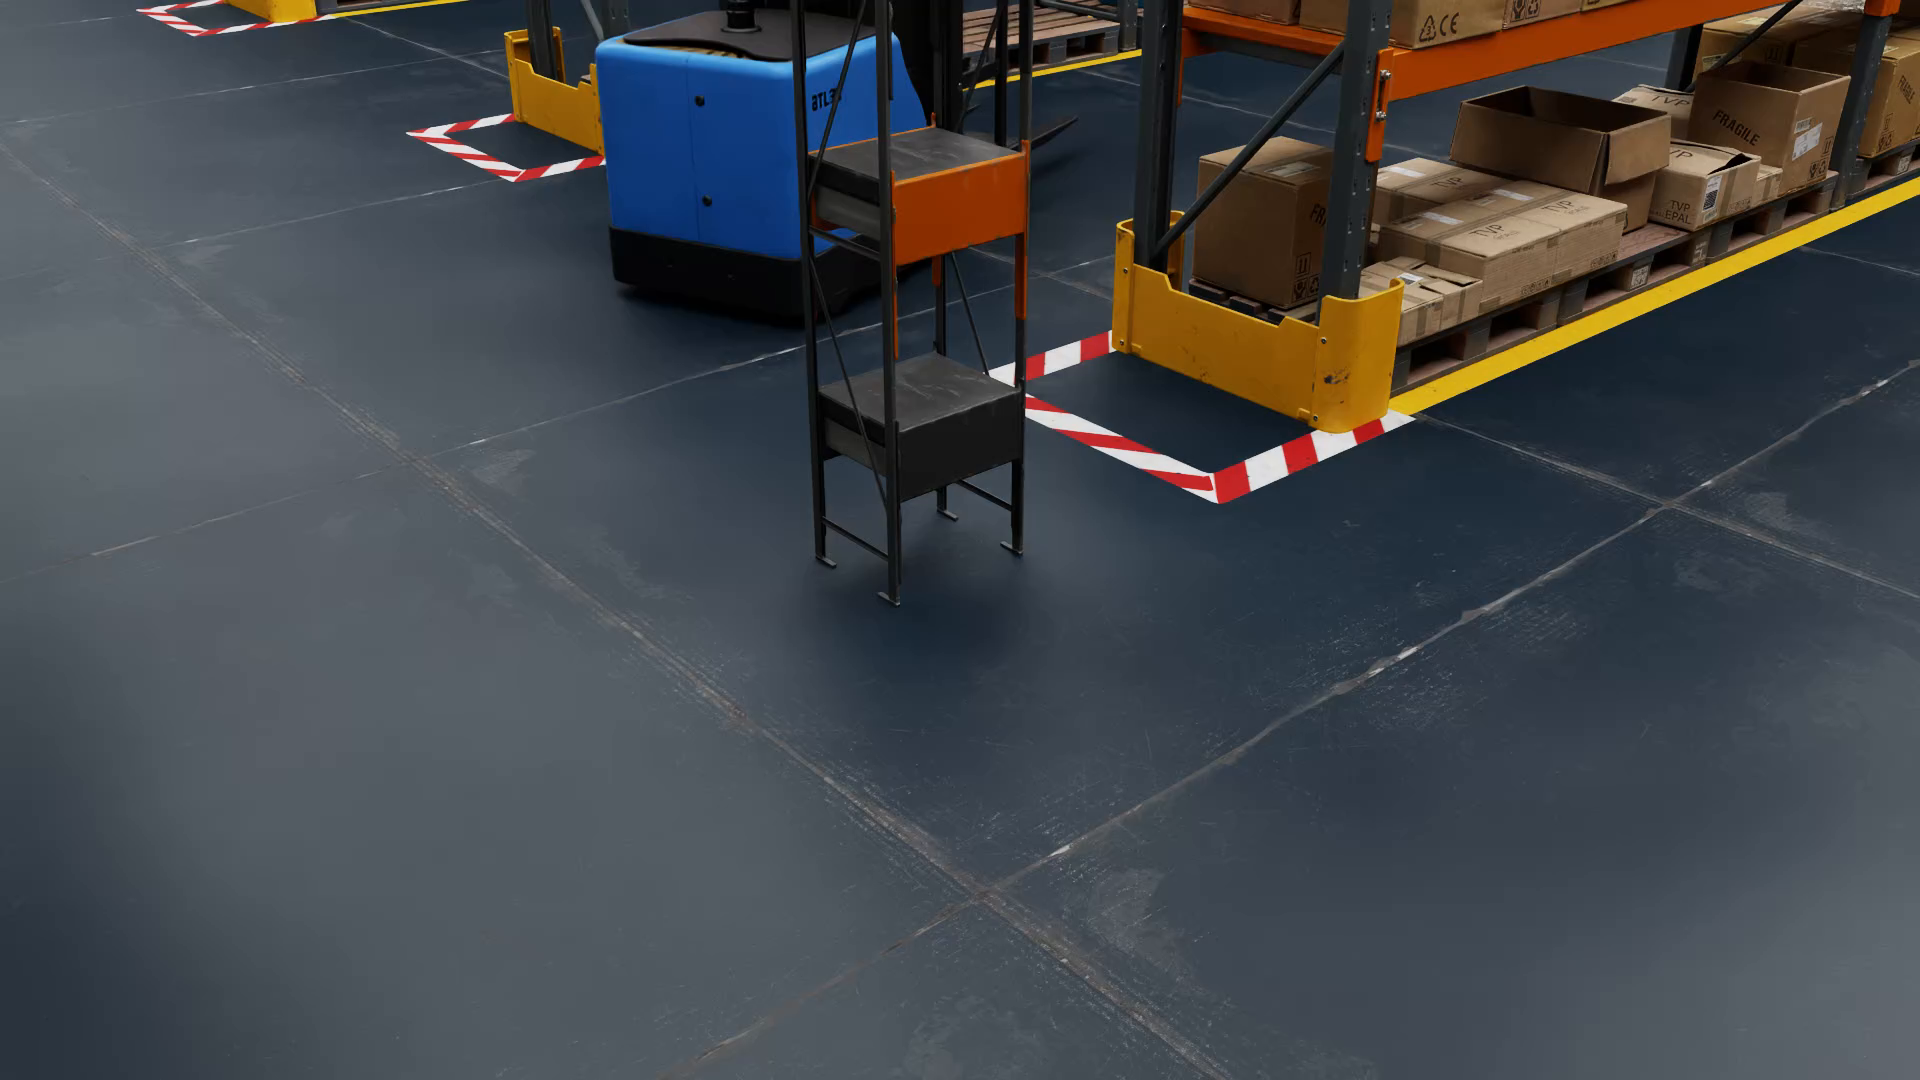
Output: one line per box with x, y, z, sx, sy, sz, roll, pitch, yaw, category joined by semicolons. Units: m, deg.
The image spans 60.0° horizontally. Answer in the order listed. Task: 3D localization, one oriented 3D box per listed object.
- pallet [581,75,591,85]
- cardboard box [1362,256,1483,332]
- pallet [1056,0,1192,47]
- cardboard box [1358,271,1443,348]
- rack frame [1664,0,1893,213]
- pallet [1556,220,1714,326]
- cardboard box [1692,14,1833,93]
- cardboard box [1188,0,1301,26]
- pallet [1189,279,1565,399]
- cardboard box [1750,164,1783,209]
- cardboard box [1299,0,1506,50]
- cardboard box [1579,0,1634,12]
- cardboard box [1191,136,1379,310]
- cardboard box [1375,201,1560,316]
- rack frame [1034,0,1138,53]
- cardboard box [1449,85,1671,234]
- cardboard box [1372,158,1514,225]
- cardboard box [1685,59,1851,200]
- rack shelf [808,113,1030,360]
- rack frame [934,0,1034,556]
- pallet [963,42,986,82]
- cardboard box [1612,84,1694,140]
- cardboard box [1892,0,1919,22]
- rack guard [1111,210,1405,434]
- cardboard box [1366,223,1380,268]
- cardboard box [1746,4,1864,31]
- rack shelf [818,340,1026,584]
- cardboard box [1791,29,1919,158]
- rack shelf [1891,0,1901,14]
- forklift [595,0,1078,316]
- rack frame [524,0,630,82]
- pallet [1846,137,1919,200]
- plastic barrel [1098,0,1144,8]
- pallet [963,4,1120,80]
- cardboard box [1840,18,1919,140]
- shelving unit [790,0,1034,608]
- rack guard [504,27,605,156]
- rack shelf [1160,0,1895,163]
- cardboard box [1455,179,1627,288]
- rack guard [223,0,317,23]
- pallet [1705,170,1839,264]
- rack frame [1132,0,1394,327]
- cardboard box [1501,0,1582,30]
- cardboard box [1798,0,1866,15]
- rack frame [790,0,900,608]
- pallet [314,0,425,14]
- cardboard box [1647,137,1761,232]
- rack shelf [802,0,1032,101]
-1.523;-2.716;10.108;1.213;0.211;1.003;-22;35;-35;pallet
1.769;-0.956;6.395;0.250;0.166;0.380;-22;35;-35;cardboard box
1.482;-3.922;12.365;1.213;0.211;1.003;-22;35;-35;pallet
1.579;-0.872;6.256;0.250;0.149;0.380;-22;35;-35;cardboard box
4.080;-3.154;7.969;0.127;3.000;1.000;-22;35;-35;rack frame
2.628;-1.339;7.532;1.213;0.211;1.003;-22;35;-35;pallet
4.269;-2.499;8.929;0.500;0.500;0.500;-22;35;-35;cardboard box
1.201;-2.209;6.094;0.500;0.500;0.500;-21;34;-33;cardboard box
1.701;-0.968;6.837;1.213;0.211;1.003;-22;35;-35;pallet
3.584;-1.678;7.766;0.250;0.149;0.380;-22;35;-35;cardboard box
1.546;-2.015;5.733;0.500;0.500;0.500;-21;35;-34;cardboard box
2.318;-2.328;6.317;0.500;0.500;0.500;-22;35;-35;cardboard box
1.291;-1.276;6.641;0.500;0.500;0.500;-22;35;-35;cardboard box
2.015;-1.129;6.631;0.500;0.250;0.500;-22;35;-35;cardboard box
0.868;-4.931;11.294;0.127;3.000;1.000;-22;35;-35;rack frame
2.654;-1.670;7.375;0.637;0.503;0.797;-22;35;-35;cardboard box
2.033;-1.446;7.224;0.500;0.250;0.500;-22;35;-35;cardboard box
3.831;-1.969;7.938;0.500;0.500;0.500;-22;35;-35;cardboard box
-0.126;-0.863;4.667;0.480;0.518;0.431;-22;35;-35;rack shelf
0.060;-0.950;4.800;0.015;2.100;0.400;-22;35;-35;rack frame
-0.595;-3.087;10.803;1.213;0.211;1.003;-22;35;-35;pallet
3.620;-2.111;8.404;0.500;0.311;0.500;-22;35;-35;cardboard box
5.367;-2.943;8.963;0.500;0.250;0.500;-22;35;-35;cardboard box
1.095;-0.851;6.312;0.348;0.500;1.175;-22;35;-35;rack guard
1.657;-1.221;6.891;0.250;0.166;0.380;-22;35;-35;cardboard box
4.651;-2.647;9.206;0.500;0.500;0.500;-22;35;-35;cardboard box
-0.126;-0.246;4.997;0.480;0.518;0.431;-22;35;-35;rack shelf
4.606;-2.306;8.568;0.500;0.500;0.500;-24;36;-37;cardboard box
5.601;-3.448;9.283;4.000;0.370;1.077;-22;35;-35;rack shelf
-0.365;-2.872;7.515;1.130;2.935;3.031;14;31;25;forklift
-2.175;-3.707;9.005;0.127;3.000;1.000;-22;35;-35;rack frame
4.674;-2.186;9.117;1.213;0.211;1.003;-22;35;-35;pallet
1.293;-4.351;11.990;0.708;0.901;0.600;-22;35;-35;plastic barrel
0.334;-3.462;11.505;1.213;0.211;1.003;-22;35;-35;pallet
5.005;-2.473;8.880;0.500;0.500;0.500;-21;35;-34;cardboard box
-0.126;-0.875;4.660;0.503;2.100;0.431;-22;35;-35;shelving unit
-2.185;-2.593;9.571;0.348;0.500;1.175;-22;35;-35;rack guard
2.558;-2.225;6.993;4.000;0.370;1.077;-22;35;-35;rack shelf
2.395;-1.282;6.917;0.500;0.250;0.500;-22;35;-35;cardboard box
-5.408;-4.373;12.903;0.348;0.500;1.175;-22;35;-35;rack guard
3.557;-1.714;8.234;1.213;0.211;1.003;-22;35;-35;pallet
1.037;-1.930;5.679;0.127;3.000;1.000;-22;35;-35;rack frame
1.935;-2.175;6.031;0.500;0.500;0.500;-22;35;-35;cardboard box
5.033;-2.800;9.493;0.500;0.500;0.500;-21;35;-34;cardboard box
-0.312;-0.801;4.521;0.015;2.100;0.400;-22;35;-35;rack frame
-4.832;-4.526;13.495;1.213;0.211;1.003;-22;35;-35;pallet
3.260;-1.656;7.553;0.500;0.311;0.500;-22;35;-35;cardboard box
-0.126;-1.481;4.337;0.480;0.518;0.431;-22;35;-35;rack shelf
